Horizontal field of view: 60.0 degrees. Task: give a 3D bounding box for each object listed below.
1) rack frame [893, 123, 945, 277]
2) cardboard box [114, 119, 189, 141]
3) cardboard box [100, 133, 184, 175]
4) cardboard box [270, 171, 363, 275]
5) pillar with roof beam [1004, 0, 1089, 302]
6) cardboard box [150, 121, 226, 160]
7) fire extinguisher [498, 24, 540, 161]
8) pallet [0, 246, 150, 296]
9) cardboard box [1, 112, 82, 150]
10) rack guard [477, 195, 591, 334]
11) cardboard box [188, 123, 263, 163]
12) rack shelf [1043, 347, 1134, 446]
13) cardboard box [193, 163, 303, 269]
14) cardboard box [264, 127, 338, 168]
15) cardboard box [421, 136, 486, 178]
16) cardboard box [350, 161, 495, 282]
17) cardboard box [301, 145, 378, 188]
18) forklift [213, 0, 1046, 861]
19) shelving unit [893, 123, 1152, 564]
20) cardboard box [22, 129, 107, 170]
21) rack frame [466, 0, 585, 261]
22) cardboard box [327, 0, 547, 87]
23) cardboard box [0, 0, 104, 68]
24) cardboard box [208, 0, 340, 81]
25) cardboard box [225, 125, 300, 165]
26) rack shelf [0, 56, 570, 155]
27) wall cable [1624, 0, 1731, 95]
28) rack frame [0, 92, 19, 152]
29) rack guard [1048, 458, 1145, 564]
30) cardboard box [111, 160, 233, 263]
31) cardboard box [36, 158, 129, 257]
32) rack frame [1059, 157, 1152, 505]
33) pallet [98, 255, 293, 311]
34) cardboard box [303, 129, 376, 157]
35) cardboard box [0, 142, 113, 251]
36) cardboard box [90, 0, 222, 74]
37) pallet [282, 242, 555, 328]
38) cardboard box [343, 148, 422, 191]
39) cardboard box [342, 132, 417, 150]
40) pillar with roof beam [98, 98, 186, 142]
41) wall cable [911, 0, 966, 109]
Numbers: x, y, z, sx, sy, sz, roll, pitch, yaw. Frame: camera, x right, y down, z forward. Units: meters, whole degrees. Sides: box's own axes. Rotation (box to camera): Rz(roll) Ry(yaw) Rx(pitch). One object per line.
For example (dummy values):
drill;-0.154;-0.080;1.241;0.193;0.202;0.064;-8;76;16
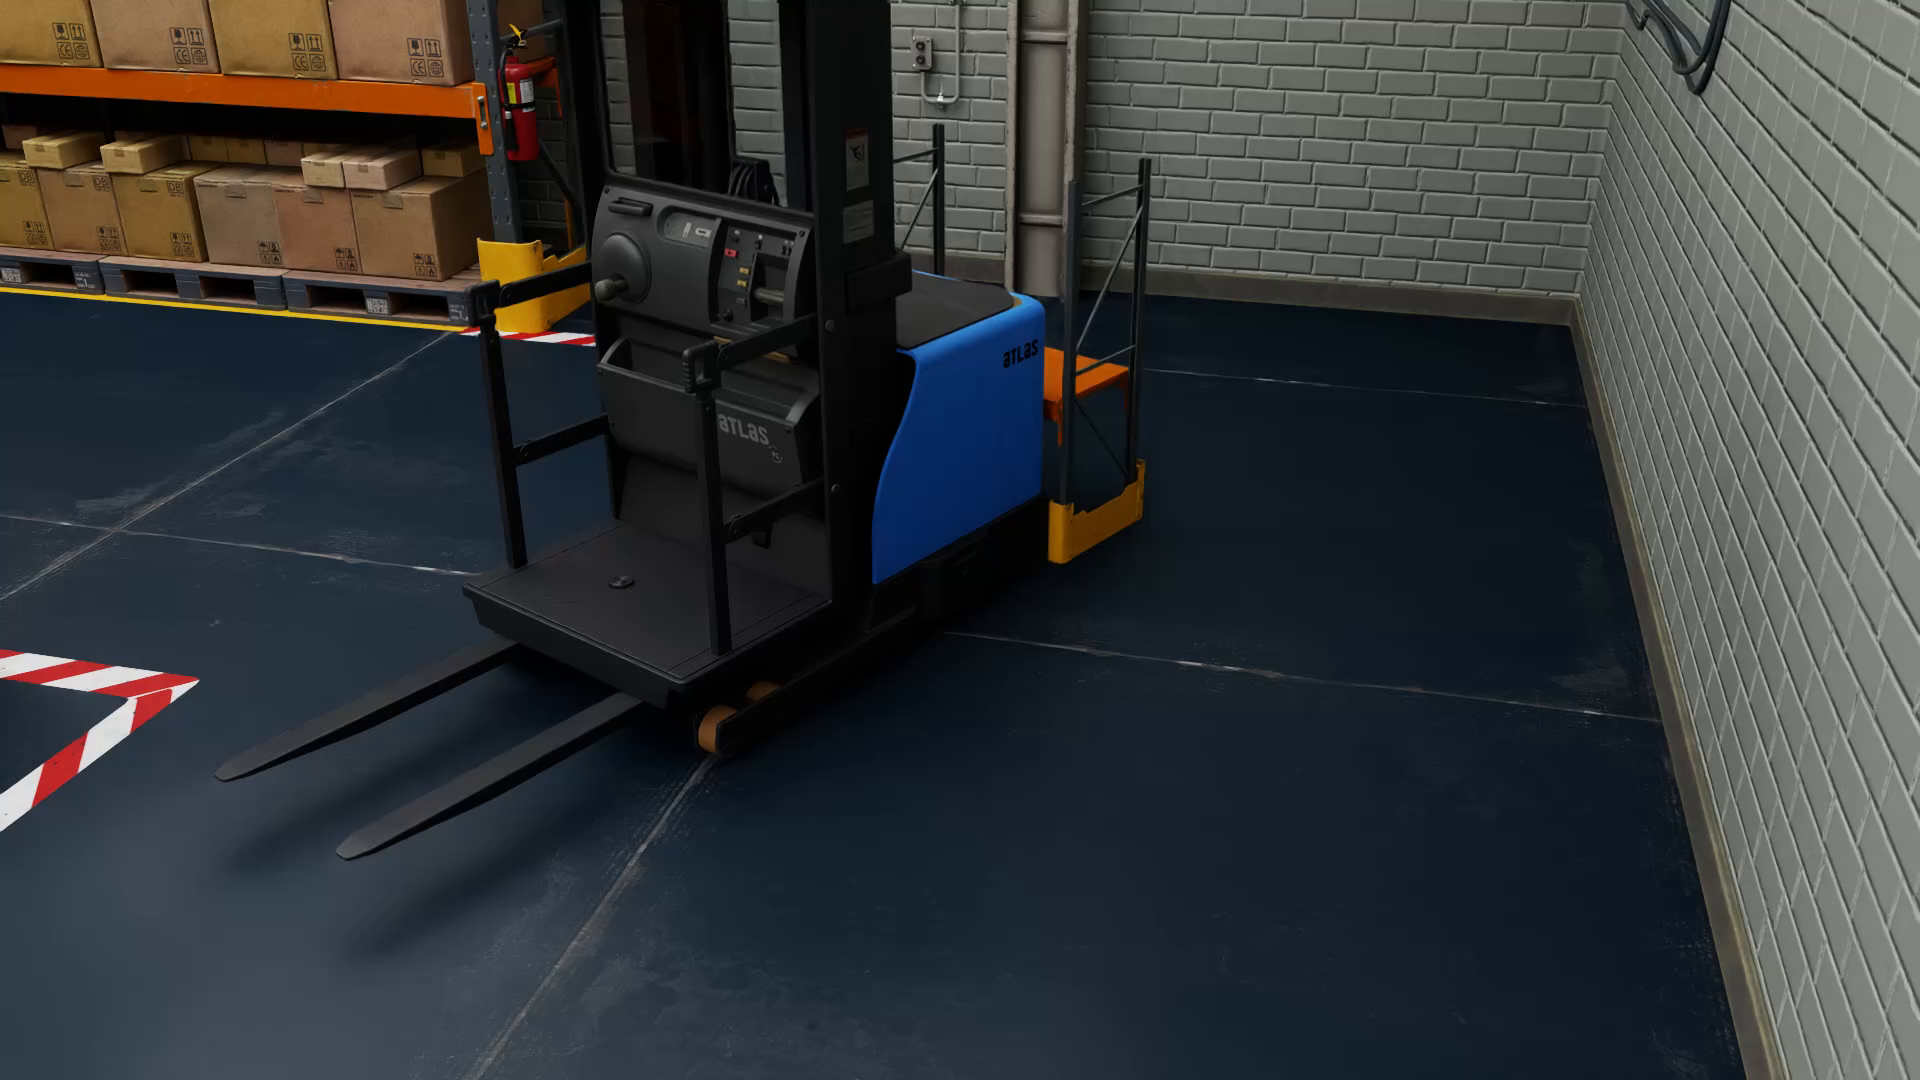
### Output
rack frame;-0.233;-0.964;7.029;0.032;1.500;0.500;19;31;35
cardboard box;-4.845;-2.418;10.005;0.250;0.149;0.380;5;26;11
cardboard box;-4.729;-2.235;9.621;0.250;0.149;0.380;6;26;12
cardboard box;-3.533;-1.892;9.654;0.500;0.500;0.700;6;26;13
pillar with roof beam;-0.587;-3.732;4.120;0.400;9.000;9.100;6;26;13
cardboard box;-4.601;-2.391;9.948;0.250;0.149;0.380;7;26;14
fire extinguisher;-2.314;-2.333;8.684;0.183;0.674;0.296;6;26;13
pallet;-5.502;-1.800;10.284;1.213;0.211;1.003;6;26;13
cardboard box;-5.612;-2.502;10.181;0.250;0.149;0.380;6;26;13
rack guard;-2.322;-1.613;9.557;0.348;0.500;1.175;6;26;13
cardboard box;-4.351;-2.364;9.890;0.250;0.149;0.380;6;26;12
rack shelf;0.162;-0.664;6.817;1.000;0.185;0.538;19;31;35
cardboard box;-4.020;-1.946;9.767;0.500;0.500;0.700;5;26;11
cardboard box;-3.857;-2.309;9.776;0.250;0.149;0.380;7;26;14
cardboard box;-2.877;-2.201;9.549;0.250;0.149;0.380;6;26;13
cardboard box;-3.048;-1.839;9.542;0.500;0.500;0.700;6;26;13
cardboard box;-3.466;-2.097;9.329;0.250;0.149;0.380;7;26;14
forklift;-0.970;-0.870;5.168;1.130;2.935;3.031;18;31;34
shelving unit;0.169;-0.824;6.735;1.083;1.500;0.587;19;31;35
cardboard box;-5.234;-2.291;9.738;0.250;0.149;0.380;7;26;15
rack frame;-2.345;-2.744;9.025;0.127;3.000;1.000;6;26;13
cardboard box;-2.842;-2.930;9.066;0.700;0.700;0.980;8;26;15
cardboard box;-4.992;-3.163;9.555;0.700;0.700;0.980;6;26;12
cardboard box;-3.549;-3.004;9.220;0.700;0.700;0.980;6;26;13
cardboard box;-4.106;-2.336;9.833;0.250;0.149;0.380;7;26;14
rack shelf;-4.282;-2.634;9.629;4.000;0.370;1.077;6;26;13
wall cable;3.043;-3.297;6.819;0.112;2.526;3.097;6;26;13
rack frame;-6.219;-3.173;9.924;0.127;3.000;1.000;6;26;13
rack guard;0.556;-0.124;6.720;0.087;0.250;0.587;19;31;35
cardboard box;-4.538;-2.000;9.880;0.500;0.500;0.700;7;26;14
cardboard box;-5.035;-2.056;9.998;0.500;0.500;0.700;6;26;12
rack frame;0.557;-0.688;6.451;0.032;1.500;0.500;19;31;35
pallet;-4.317;-1.670;10.012;1.213;0.211;1.003;6;26;13
cardboard box;-3.610;-2.282;9.719;0.250;0.149;0.380;7;26;13
cardboard box;-5.521;-2.111;10.114;0.500;0.500;0.700;7;26;14
cardboard box;-4.285;-3.089;9.400;0.700;0.700;0.980;5;26;10
pallet;-3.139;-1.538;9.736;1.213;0.211;1.003;6;26;13
cardboard box;-3.218;-2.069;9.272;0.250;0.149;0.380;6;26;12
cardboard box;-3.368;-2.255;9.663;0.250;0.149;0.380;6;26;13
pillar with roof beam;-6.398;-4.374;5.469;0.400;9.000;9.100;6;26;13
wall cable;-0.870;-3.460;9.346;1.851;1.984;0.084;6;26;13
